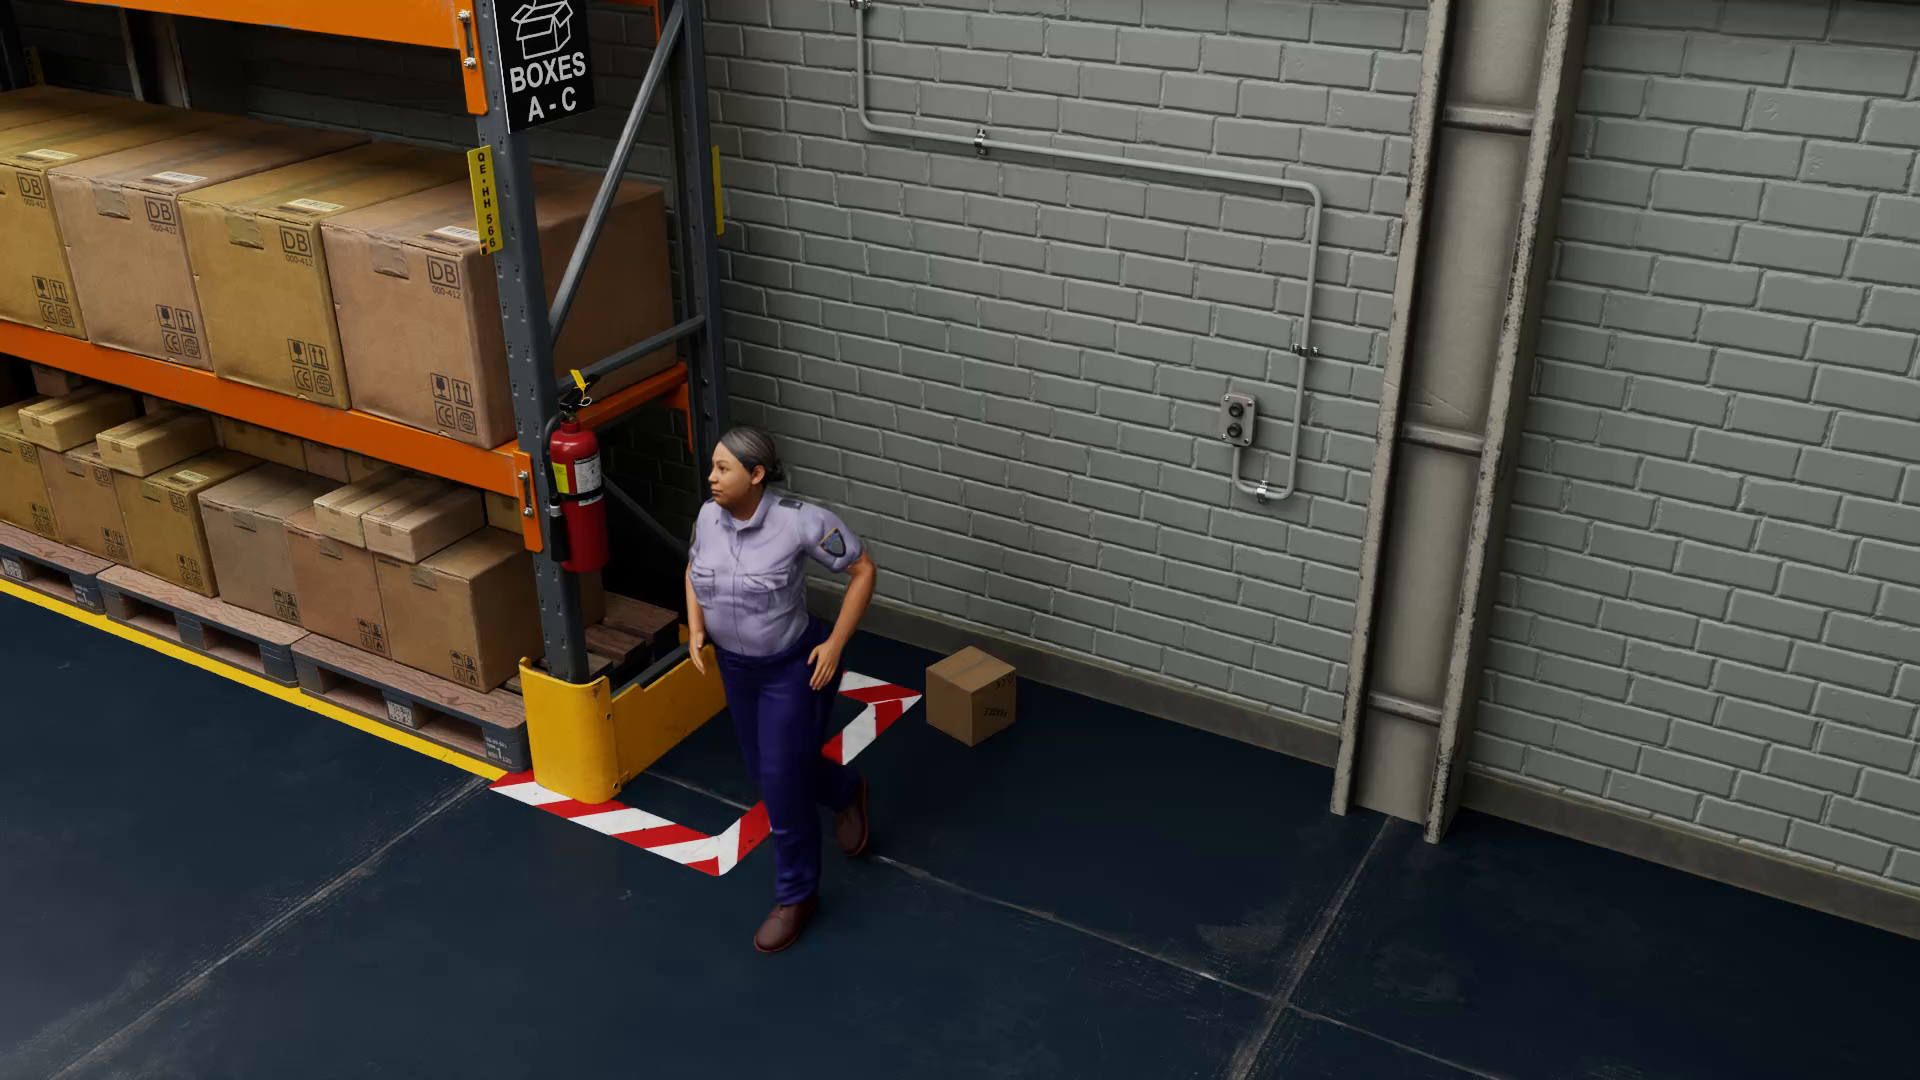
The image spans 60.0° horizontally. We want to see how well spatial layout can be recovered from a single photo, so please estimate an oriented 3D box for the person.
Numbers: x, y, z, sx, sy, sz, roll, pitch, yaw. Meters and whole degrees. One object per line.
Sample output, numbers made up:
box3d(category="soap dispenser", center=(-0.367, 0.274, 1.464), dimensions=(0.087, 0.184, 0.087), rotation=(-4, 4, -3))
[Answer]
box3d(category="person", center=(-0.605, 0.415, 5.332), dimensions=(0.636, 1.641, 0.721), rotation=(17, 31, 30))
